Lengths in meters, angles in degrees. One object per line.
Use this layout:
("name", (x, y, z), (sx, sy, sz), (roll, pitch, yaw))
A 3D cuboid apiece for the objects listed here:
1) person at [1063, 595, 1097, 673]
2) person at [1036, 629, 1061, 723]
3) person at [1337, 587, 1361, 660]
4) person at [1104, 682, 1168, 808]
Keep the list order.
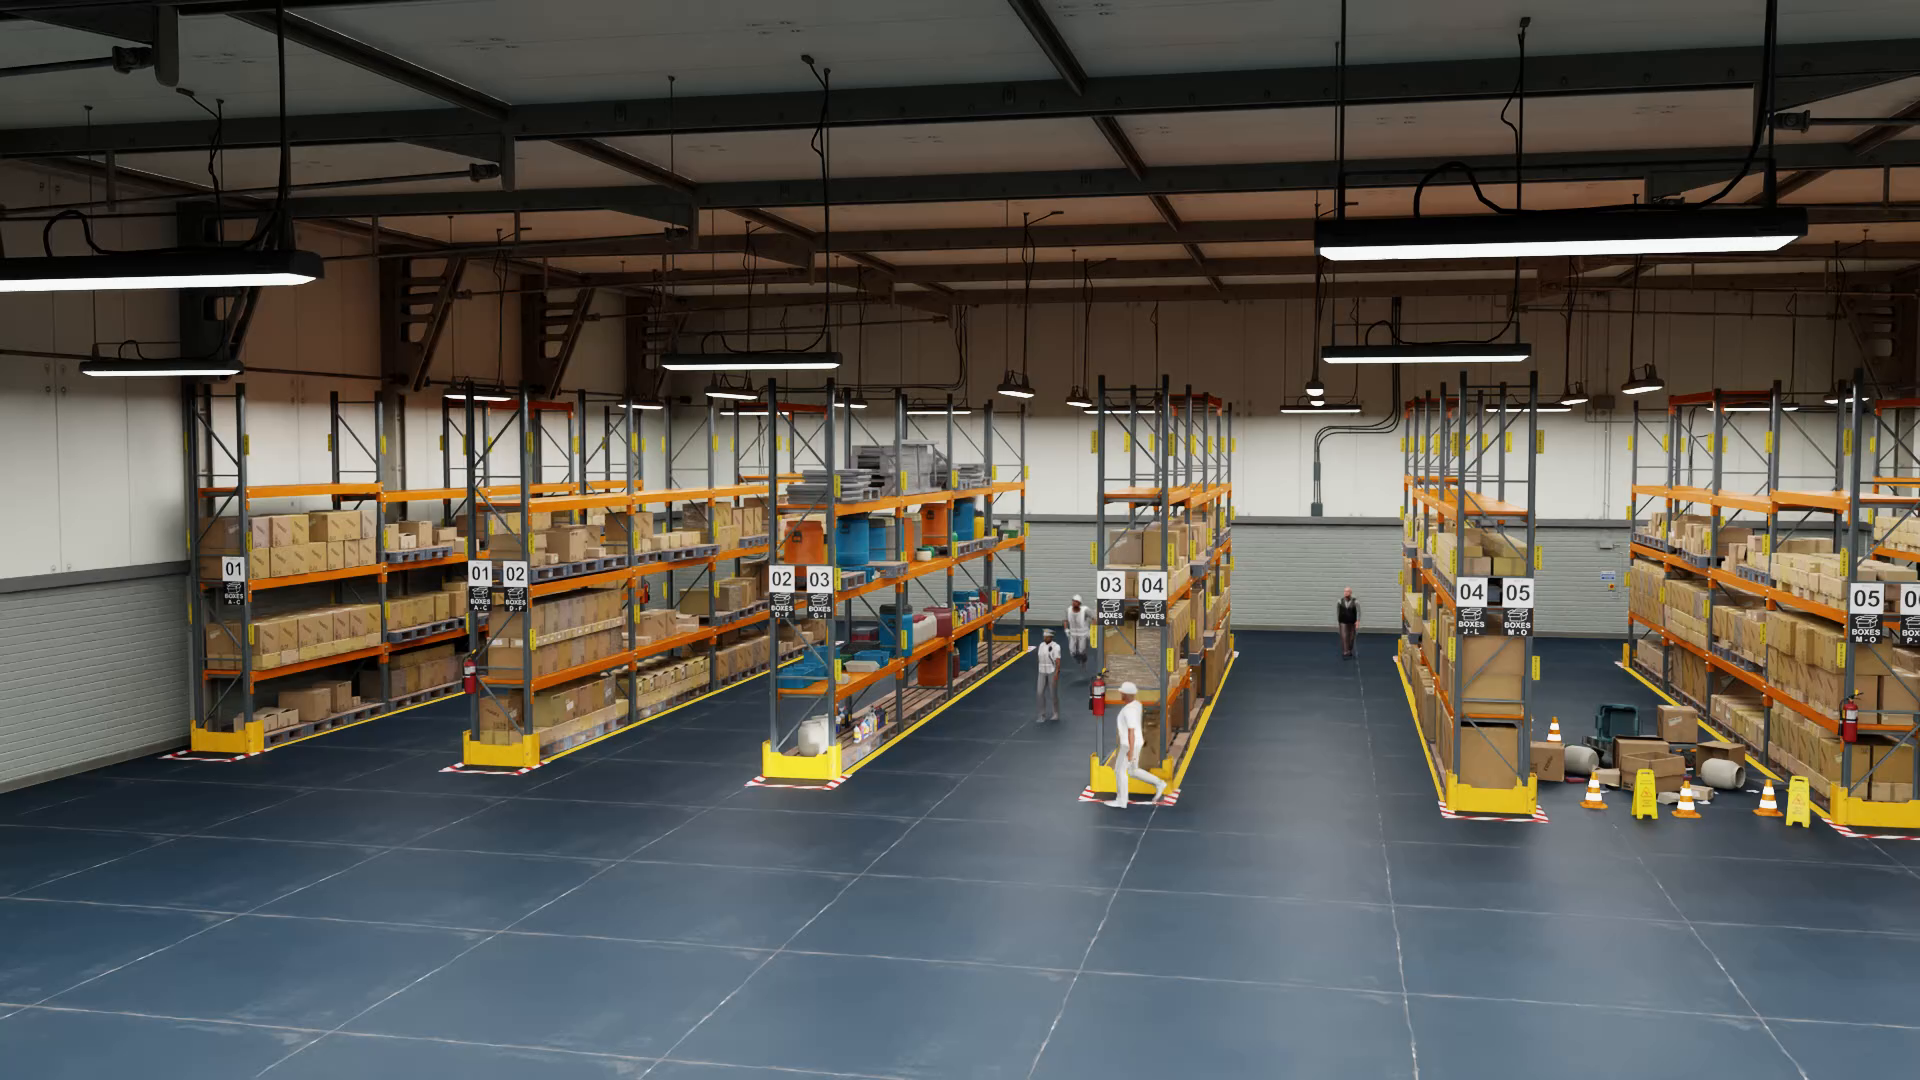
("person", (2.545, 1.988, 35.200), (0.728, 1.671, 0.622), (1, 3, 20))
("person", (1.617, 2.466, 30.133), (0.502, 1.732, 0.521), (2, 4, 33))
("person", (9.066, 1.939, 38.753), (0.534, 1.668, 1.068), (1, 3, 10))
("person", (2.431, 2.818, 22.911), (0.874, 1.738, 0.603), (0, 3, 5))
